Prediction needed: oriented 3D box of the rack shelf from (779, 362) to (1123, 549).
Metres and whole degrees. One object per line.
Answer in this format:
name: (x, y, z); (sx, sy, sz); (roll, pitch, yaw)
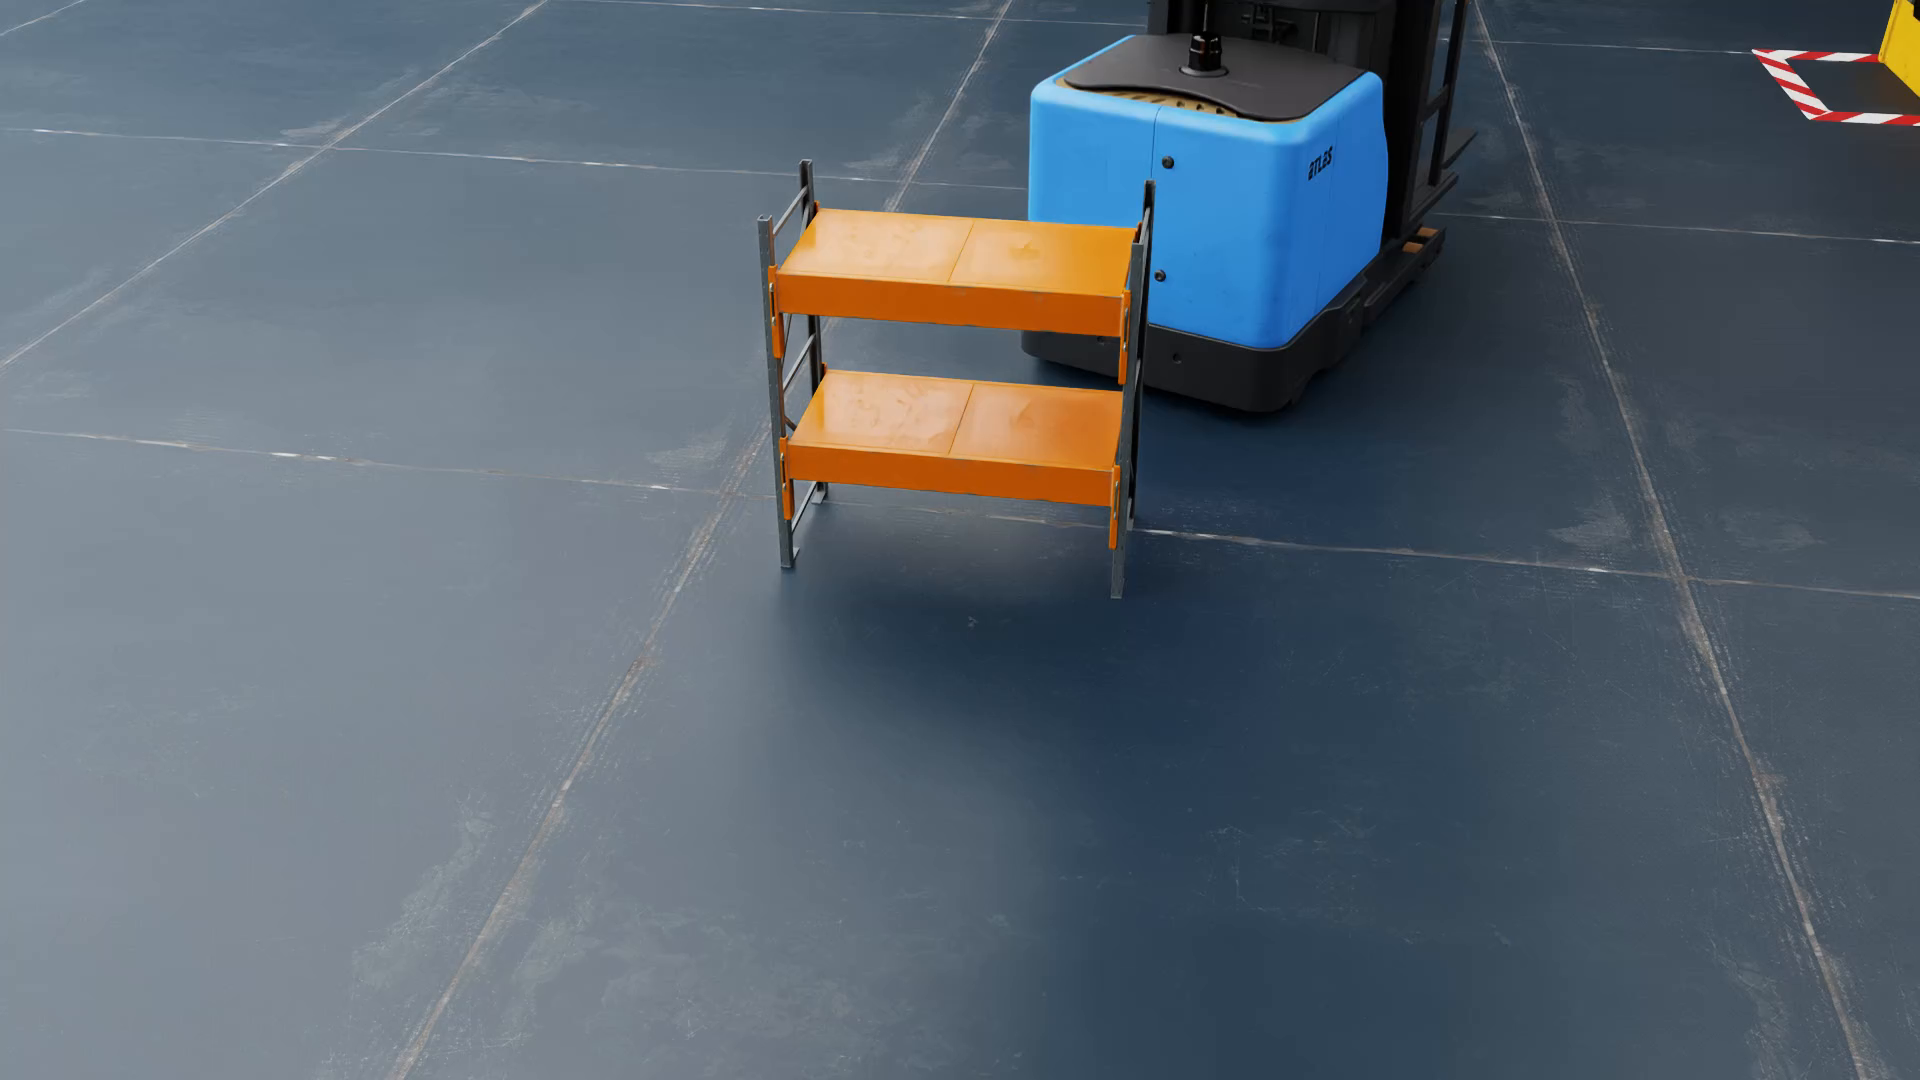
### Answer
rack shelf: (0.007, -0.269, 5.080); (1.000, 0.278, 0.538); (5, 32, 8)

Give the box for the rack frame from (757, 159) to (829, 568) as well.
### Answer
rack frame: (-0.494, -0.522, 5.023); (0.032, 1.125, 0.500); (5, 32, 8)

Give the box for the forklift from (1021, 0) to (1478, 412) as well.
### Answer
forklift: (1.420, -2.438, 6.383); (1.130, 2.935, 3.031); (18, 36, 26)

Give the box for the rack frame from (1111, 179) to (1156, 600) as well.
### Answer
rack frame: (0.508, -0.431, 4.878); (0.032, 1.125, 0.500); (5, 32, 8)

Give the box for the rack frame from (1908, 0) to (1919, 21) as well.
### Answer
rack frame: (5.381, -3.782, 8.466); (0.127, 3.000, 1.000); (5, 32, 8)

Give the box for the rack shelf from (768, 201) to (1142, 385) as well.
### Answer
rack shelf: (0.007, -0.724, 4.795); (1.000, 0.278, 0.538); (5, 32, 8)

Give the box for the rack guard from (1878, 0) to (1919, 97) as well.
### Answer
rack guard: (5.464, -2.741, 9.157); (0.348, 0.500, 1.175); (5, 32, 8)

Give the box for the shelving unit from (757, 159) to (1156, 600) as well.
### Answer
shelving unit: (0.007, -0.476, 4.951); (1.048, 1.125, 0.538); (5, 32, 8)
